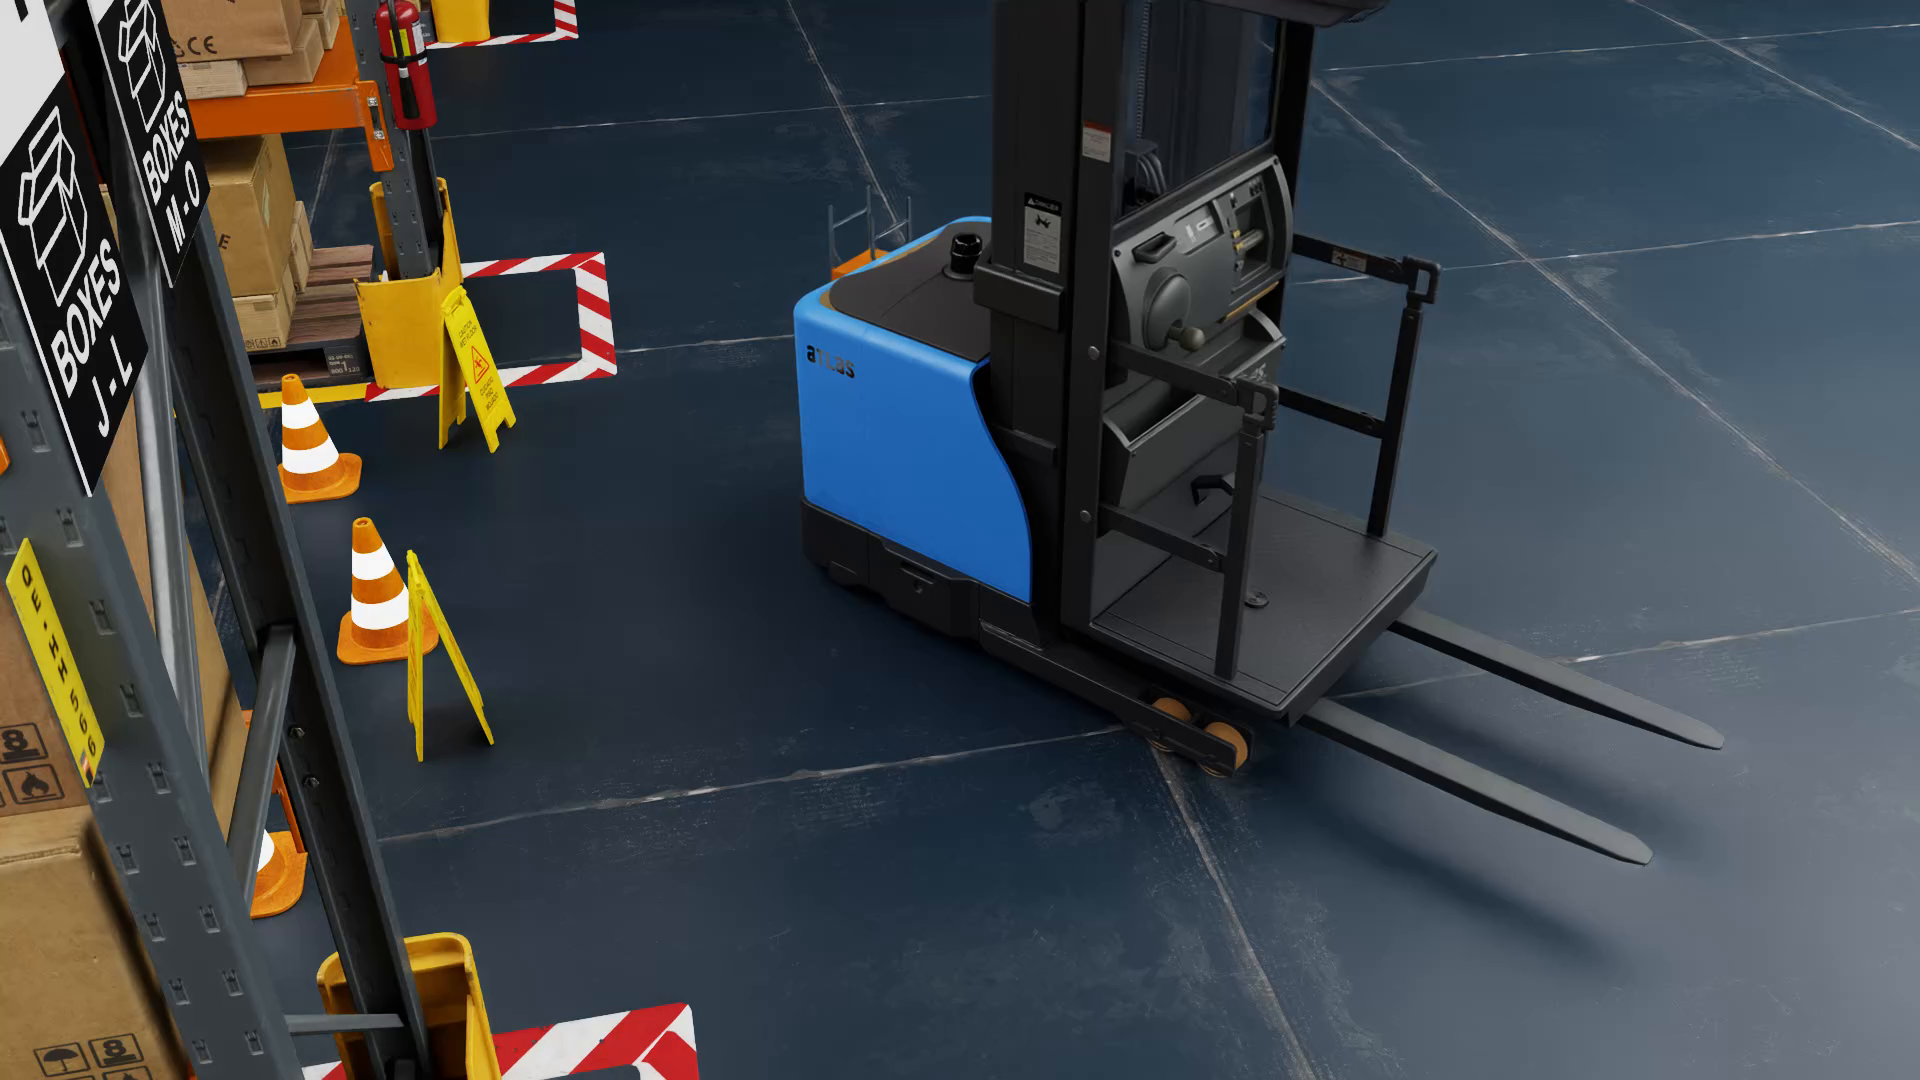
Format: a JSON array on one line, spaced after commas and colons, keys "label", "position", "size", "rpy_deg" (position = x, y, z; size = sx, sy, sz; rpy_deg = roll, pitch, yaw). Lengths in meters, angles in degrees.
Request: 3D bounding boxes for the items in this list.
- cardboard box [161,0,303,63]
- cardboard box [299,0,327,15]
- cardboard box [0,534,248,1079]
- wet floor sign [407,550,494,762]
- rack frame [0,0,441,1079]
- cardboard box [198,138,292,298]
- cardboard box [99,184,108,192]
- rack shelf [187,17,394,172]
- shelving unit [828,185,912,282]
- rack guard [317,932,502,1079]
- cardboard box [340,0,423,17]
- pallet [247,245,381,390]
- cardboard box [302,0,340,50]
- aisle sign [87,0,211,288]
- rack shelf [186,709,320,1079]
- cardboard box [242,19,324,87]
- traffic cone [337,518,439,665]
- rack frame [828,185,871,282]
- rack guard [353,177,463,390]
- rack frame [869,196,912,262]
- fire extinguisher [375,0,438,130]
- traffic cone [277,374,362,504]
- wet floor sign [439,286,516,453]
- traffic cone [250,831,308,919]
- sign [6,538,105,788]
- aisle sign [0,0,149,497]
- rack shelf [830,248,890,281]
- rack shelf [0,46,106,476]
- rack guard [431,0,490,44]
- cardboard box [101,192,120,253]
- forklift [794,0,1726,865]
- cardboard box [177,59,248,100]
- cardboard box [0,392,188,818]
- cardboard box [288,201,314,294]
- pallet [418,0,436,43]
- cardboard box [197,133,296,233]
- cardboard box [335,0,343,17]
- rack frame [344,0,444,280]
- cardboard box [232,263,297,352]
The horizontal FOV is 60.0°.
[{"label": "cardboard box", "position": [-2.889, -2.188, 6.461], "size": [0.500, 0.500, 0.500], "rpy_deg": [-8, 35, -11]}, {"label": "cardboard box", "position": [-2.944, -2.497, 6.922], "size": [0.500, 0.500, 0.500], "rpy_deg": [-8, 35, -11]}, {"label": "cardboard box", "position": [-1.582, 0.447, 2.758], "size": [0.550, 0.550, 0.875], "rpy_deg": [-7, 35, -11]}, {"label": "wet floor sign", "position": [-1.638, 0.337, 5.169], "size": [0.232, 0.644, 0.267], "rpy_deg": [-13, 36, -19]}, {"label": "rack frame", "position": [-1.229, 0.441, 2.901], "size": [0.053, 2.616, 0.949], "rpy_deg": [-7, 35, -11]}, {"label": "cardboard box", "position": [-3.144, -1.343, 6.977], "size": [0.500, 0.500, 0.500], "rpy_deg": [-7, 34, -10]}, {"label": "cardboard box", "position": [-3.487, -1.531, 6.675], "size": [0.250, 0.149, 0.380], "rpy_deg": [-6, 34, -9]}, {"label": "rack shelf", "position": [-4.371, -1.694, 6.729], "size": [4.000, 0.370, 1.077], "rpy_deg": [-7, 35, -11]}, {"label": "shelving unit", "position": [-0.319, -0.699, 6.214], "size": [0.189, 1.200, 0.258], "rpy_deg": [21, 39, 28]}, {"label": "rack guard", "position": [-1.206, 1.474, 3.605], "size": [0.348, 0.500, 1.175], "rpy_deg": [-7, 35, -11]}, {"label": "cardboard box", "position": [-3.908, -3.739, 11.221], "size": [0.500, 0.250, 0.500], "rpy_deg": [-7, 34, -10]}, {"label": "pallet", "position": [-3.295, -0.991, 7.538], "size": [1.213, 0.211, 1.003], "rpy_deg": [-7, 35, -11]}, {"label": "cardboard box", "position": [-2.797, -2.205, 7.070], "size": [0.250, 0.149, 0.380], "rpy_deg": [-7, 35, -10]}, {"label": "aisle sign", "position": [-1.227, -0.812, 2.436], "size": [0.004, 0.787, 0.394], "rpy_deg": [-7, 35, -11]}, {"label": "rack shelf", "position": [-3.181, 0.983, 2.738], "size": [4.000, 0.370, 1.077], "rpy_deg": [-7, 35, -11]}, {"label": "cardboard box", "position": [-2.738, -1.973, 6.723], "size": [0.250, 0.149, 0.380], "rpy_deg": [-6, 34, -9]}, {"label": "traffic cone", "position": [-1.979, 0.130, 5.641], "size": [0.334, 0.463, 0.336], "rpy_deg": [-7, 35, -11]}, {"label": "rack frame", "position": [-0.395, -0.727, 6.257], "size": [0.006, 1.200, 0.240], "rpy_deg": [21, 39, 28]}, {"label": "rack guard", "position": [-2.495, -1.192, 7.577], "size": [0.348, 0.500, 1.175], "rpy_deg": [-7, 35, -11]}, {"label": "rack frame", "position": [-0.244, -0.670, 6.171], "size": [0.006, 1.200, 0.240], "rpy_deg": [21, 39, 28]}, {"label": "fire extinguisher", "position": [-2.207, -1.971, 6.564], "size": [0.183, 0.674, 0.296], "rpy_deg": [-7, 35, -11]}, {"label": "traffic cone", "position": [-2.555, -0.432, 6.478], "size": [0.334, 0.463, 0.336], "rpy_deg": [-7, 35, -11]}, {"label": "wet floor sign", "position": [-1.999, -0.703, 6.719], "size": [0.232, 0.644, 0.267], "rpy_deg": [4, 34, 6]}, {"label": "traffic cone", "position": [-2.061, 0.786, 4.664], "size": [0.334, 0.463, 0.336], "rpy_deg": [-7, 35, -11]}, {"label": "sign", "position": [-1.124, 0.156, 2.073], "size": [0.005, 0.325, 0.100], "rpy_deg": [-7, 35, -11]}, {"label": "aisle sign", "position": [-1.094, -0.486, 1.950], "size": [0.004, 0.787, 0.394], "rpy_deg": [-7, 35, -11]}, {"label": "rack shelf", "position": [-0.319, -0.961, 6.038], "size": [0.180, 0.103, 0.258], "rpy_deg": [21, 39, 28]}, {"label": "rack shelf", "position": [-3.181, -0.262, 1.902], "size": [4.000, 0.370, 1.077], "rpy_deg": [-7, 35, -11]}, {"label": "rack guard", "position": [-3.496, -3.901, 11.615], "size": [0.348, 0.500, 1.175], "rpy_deg": [-7, 35, -11]}, {"label": "cardboard box", "position": [-3.653, -1.277, 6.879], "size": [0.500, 0.500, 0.500], "rpy_deg": [-6, 34, -9]}, {"label": "forklift", "position": [0.897, -0.818, 4.839], "size": [3.031, 2.935, 1.130], "rpy_deg": [24, 41, 31]}, {"label": "cardboard box", "position": [-2.961, -1.881, 6.587], "size": [0.250, 0.149, 0.380], "rpy_deg": [-8, 35, -11]}, {"label": "cardboard box", "position": [-1.600, -0.047, 2.525], "size": [0.550, 0.550, 0.875], "rpy_deg": [-7, 35, -11]}, {"label": "cardboard box", "position": [-3.268, -1.323, 7.620], "size": [0.500, 0.250, 0.500], "rpy_deg": [-7, 35, -11]}, {"label": "pallet", "position": [-4.256, -3.662, 11.517], "size": [1.213, 0.211, 1.003], "rpy_deg": [-7, 35, -11]}, {"label": "cardboard box", "position": [-3.291, -1.631, 7.406], "size": [0.500, 0.500, 0.500], "rpy_deg": [-8, 35, -12]}, {"label": "cardboard box", "position": [-4.395, -3.684, 11.138], "size": [0.500, 0.250, 0.500], "rpy_deg": [-7, 35, -11]}, {"label": "rack frame", "position": [-2.420, -2.239, 6.895], "size": [0.127, 3.000, 1.000], "rpy_deg": [-7, 35, -11]}, {"label": "cardboard box", "position": [-3.173, -1.023, 7.173], "size": [0.500, 0.250, 0.500], "rpy_deg": [-7, 35, -11]}]
